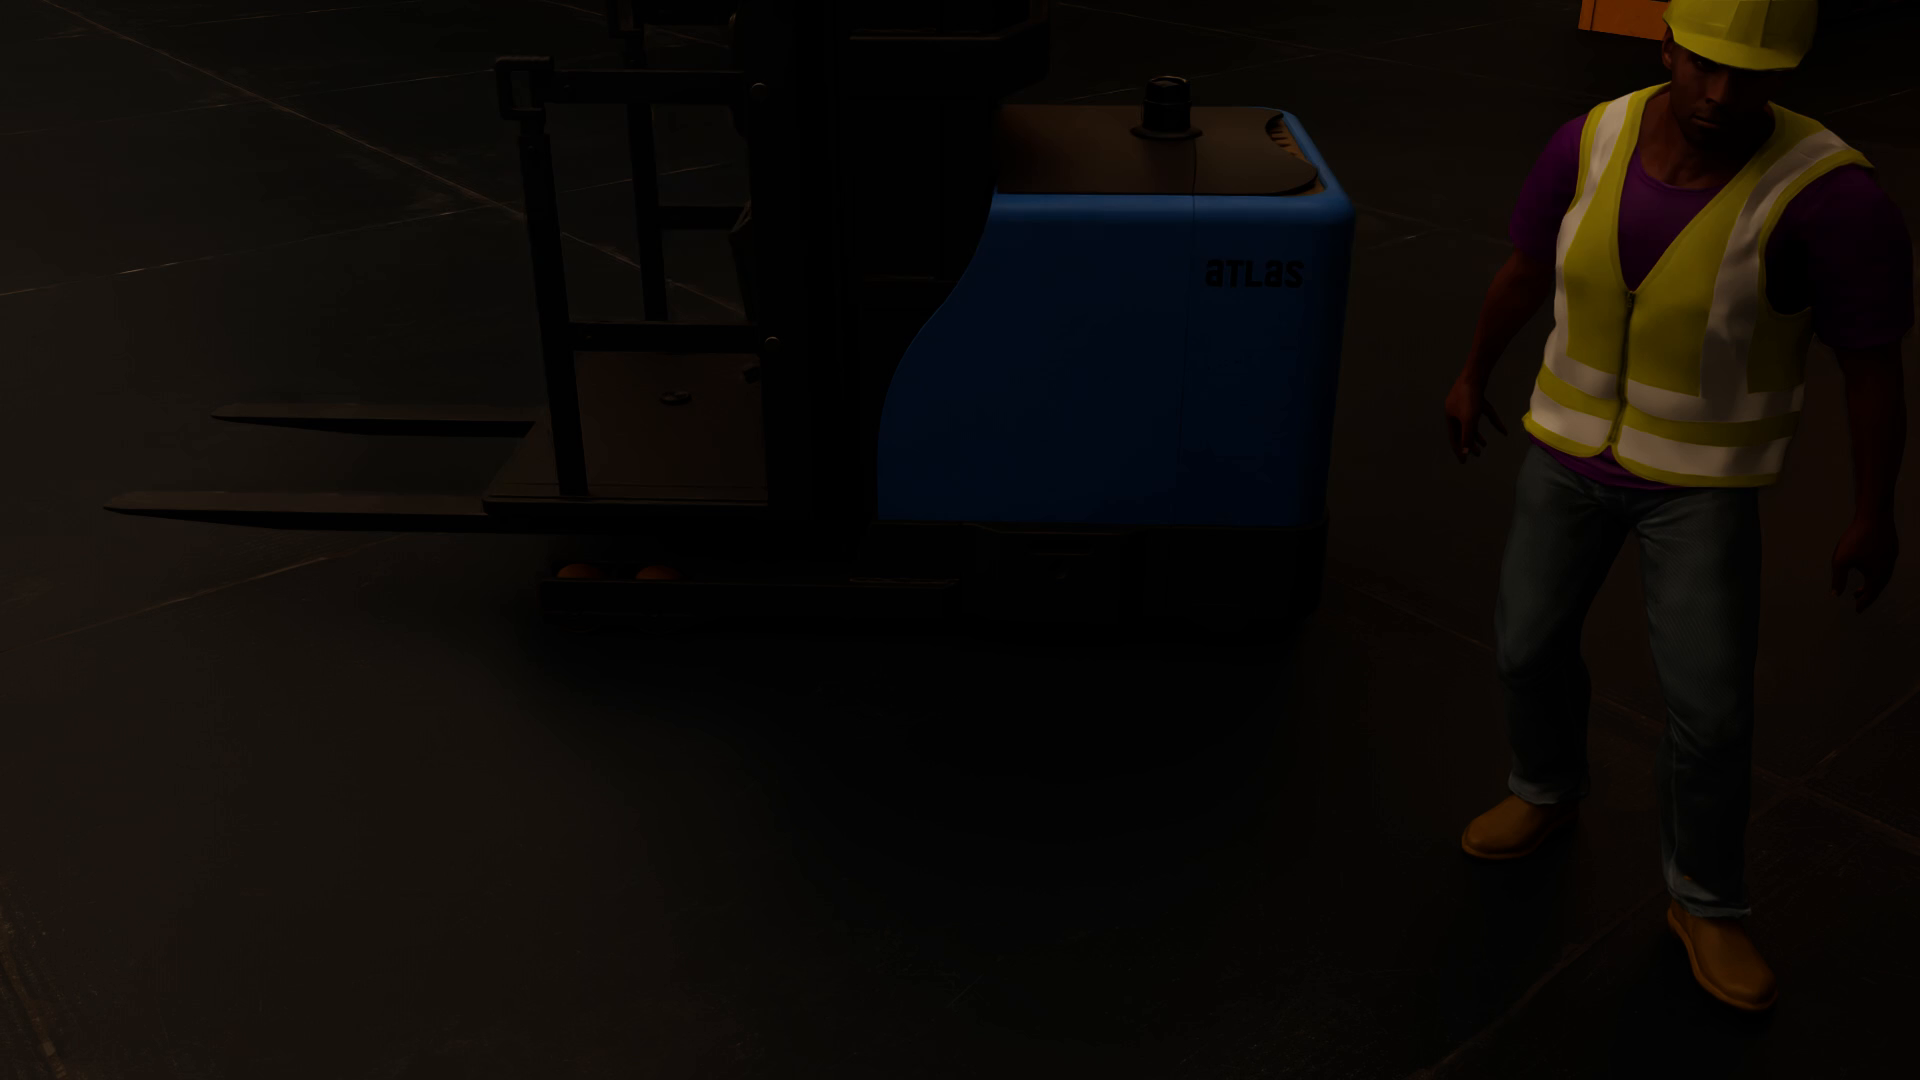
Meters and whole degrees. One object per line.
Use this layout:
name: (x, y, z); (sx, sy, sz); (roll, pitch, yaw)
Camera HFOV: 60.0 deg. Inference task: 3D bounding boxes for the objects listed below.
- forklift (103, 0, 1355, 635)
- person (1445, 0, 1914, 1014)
forklift: (-0.624, -1.316, 3.856); (3.031, 2.935, 1.130); (1, 26, 2)
person: (1.160, -0.121, 2.814); (0.466, 1.726, 0.878); (-23, 34, -38)
